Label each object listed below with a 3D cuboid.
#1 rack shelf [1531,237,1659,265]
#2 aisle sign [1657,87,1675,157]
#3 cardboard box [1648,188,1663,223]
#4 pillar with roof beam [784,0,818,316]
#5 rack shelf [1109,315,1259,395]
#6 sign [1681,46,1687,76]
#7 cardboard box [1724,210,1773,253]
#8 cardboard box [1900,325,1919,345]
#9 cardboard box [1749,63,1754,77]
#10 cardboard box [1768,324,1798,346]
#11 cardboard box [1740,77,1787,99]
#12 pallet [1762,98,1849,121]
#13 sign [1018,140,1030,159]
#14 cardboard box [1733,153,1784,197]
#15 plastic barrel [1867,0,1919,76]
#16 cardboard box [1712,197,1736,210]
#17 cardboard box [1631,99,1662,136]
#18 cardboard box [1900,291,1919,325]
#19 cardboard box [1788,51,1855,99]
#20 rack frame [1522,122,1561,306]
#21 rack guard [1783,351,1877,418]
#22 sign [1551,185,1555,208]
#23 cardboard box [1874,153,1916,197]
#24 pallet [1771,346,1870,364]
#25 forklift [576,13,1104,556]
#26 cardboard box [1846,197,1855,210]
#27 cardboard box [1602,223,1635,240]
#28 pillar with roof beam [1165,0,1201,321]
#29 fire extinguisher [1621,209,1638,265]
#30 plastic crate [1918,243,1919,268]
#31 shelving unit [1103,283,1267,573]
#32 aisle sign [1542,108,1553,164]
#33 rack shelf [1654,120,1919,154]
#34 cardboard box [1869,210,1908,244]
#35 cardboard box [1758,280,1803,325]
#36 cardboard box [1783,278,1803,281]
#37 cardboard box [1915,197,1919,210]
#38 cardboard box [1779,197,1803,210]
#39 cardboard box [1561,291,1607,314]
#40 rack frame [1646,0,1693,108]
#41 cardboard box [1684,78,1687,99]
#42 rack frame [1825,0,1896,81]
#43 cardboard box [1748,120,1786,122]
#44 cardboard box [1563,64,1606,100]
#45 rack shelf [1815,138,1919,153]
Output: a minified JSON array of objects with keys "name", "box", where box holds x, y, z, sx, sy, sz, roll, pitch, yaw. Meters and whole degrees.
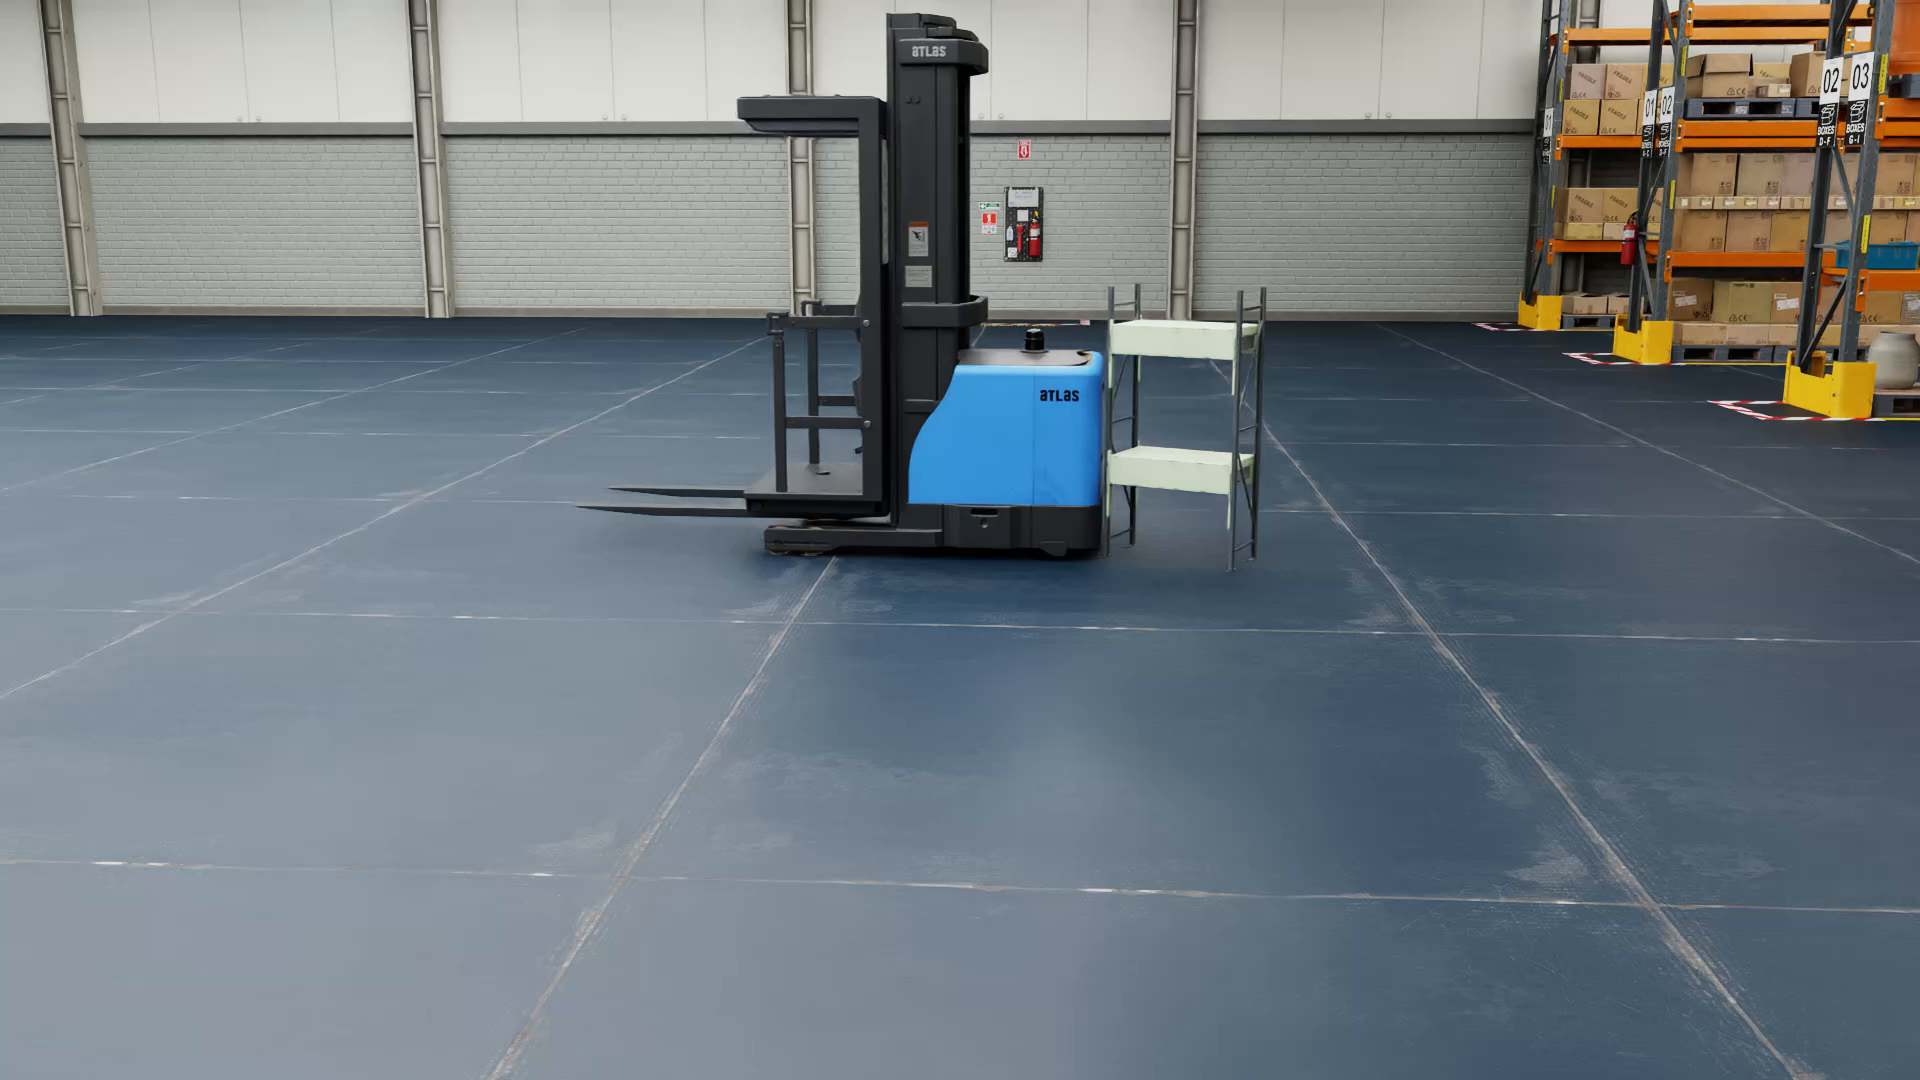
[{"name":"rack shelf","box":[10.699,-4.325,24.877,4.000,0.370,1.077,1,12,4]},{"name":"aisle sign","box":[8.290,-4.904,19.535,0.004,0.787,0.394,1,12,4]},{"name":"cardboard box","box":[10.167,-4.923,24.463,0.500,0.500,0.500,0,12,2]},{"name":"pillar with roof beam","box":[-2.801,-7.093,21.699,0.400,9.000,9.100,1,12,4]},{"name":"rack shelf","box":[1.226,-1.013,9.041,0.720,0.370,0.431,7,13,29]},{"name":"sign","box":[8.333,-5.514,19.149,0.005,0.325,0.100,1,12,4]},{"name":"cardboard box","box":[9.365,-3.727,20.013,0.500,0.500,0.700,1,12,5]},{"name":"cardboard box","box":[11.392,-2.468,19.932,0.500,0.250,0.500,1,12,4]},{"name":"cardboard box","box":[11.107,-6.628,24.068,0.500,0.500,0.500,0,12,2]},{"name":"cardboard box","box":[9.894,-2.487,20.019,0.500,0.250,0.500,1,12,4]},{"name":"cardboard box","box":[9.543,-5.400,19.929,0.500,0.250,0.500,1,12,4]},{"name":"pallet","box":[10.300,-5.087,19.649,1.213,0.211,1.003,1,12,4]},{"name":"sign","box":[1.008,-6.151,26.184,0.199,0.298,0.001,1,12,4]},{"name":"cardboard box","box":[9.419,-4.361,19.877,0.500,0.500,0.700,0,12,2]},{"name":"plastic barrel","box":[8.535,-4.584,14.956,0.708,0.830,0.600,1,12,4]},{"name":"cardboard box","box":[9.017,-4.007,19.768,0.250,0.149,0.380,0,12,2]},{"name":"cardboard box","box":[10.072,-6.155,24.248,0.500,0.500,0.500,1,12,6]},{"name":"cardboard box","box":[11.392,-2.836,19.857,0.500,0.500,0.500,1,12,4]},{"name":"cardboard box","box":[10.015,-5.405,19.345,0.500,0.500,0.500,1,12,4]},{"name":"rack frame","box":[8.703,-4.705,24.934,0.127,3.000,1.000,1,12,4]},{"name":"rack guard","box":[8.120,-1.466,15.555,0.348,0.500,1.175,1,12,4]},{"name":"sign","box":[8.667,-5.018,24.315,0.005,0.325,0.100,1,12,4]},{"name":"cardboard box","box":[10.920,-4.340,19.779,0.500,0.500,0.700,1,12,4]},{"name":"pallet","box":[10.356,-2.309,20.289,1.213,0.211,1.003,1,12,4]},{"name":"forklift","box":[-0.684,-1.449,9.535,3.031,2.935,1.130,1,12,6]},{"name":"cardboard box","box":[10.549,-3.985,19.665,0.250,0.149,0.380,1,12,6]},{"name":"cardboard box","box":[9.688,-4.565,24.585,0.500,0.250,0.500,0,12,2]},{"name":"pillar with roof beam","box":[3.185,-7.011,21.306,0.400,9.000,9.100,1,12,4]},{"name":"fire extinguisher","box":[8.289,-3.751,20.565,0.183,0.674,0.296,1,12,4]},{"name":"plastic crate","box":[9.208,-2.652,15.485,0.408,0.251,0.499,1,12,4]},{"name":"shelving unit","box":[1.226,-0.631,9.121,0.755,1.500,0.431,7,13,29]},{"name":"aisle sign","box":[8.612,-5.917,24.379,0.004,0.787,0.394,1,12,4]},{"name":"rack shelf","box":[10.372,-4.782,19.731,4.000,0.370,1.077,1,12,4]},{"name":"cardboard box","box":[10.897,-3.705,19.911,0.500,0.500,0.700,1,12,5]},{"name":"cardboard box","box":[9.895,-2.856,19.954,0.500,0.500,0.500,1,12,4]},{"name":"cardboard box","box":[10.429,-2.955,20.428,0.500,0.500,0.500,1,12,4]},{"name":"cardboard box","box":[11.311,-3.975,19.615,0.250,0.149,0.380,1,12,4]},{"name":"cardboard box","box":[9.783,-3.996,19.717,0.250,0.149,0.380,0,12,2]},{"name":"cardboard box","box":[9.388,-3.576,25.031,0.500,0.311,0.500,-1,12,-3]},{"name":"rack frame","box":[8.376,-6.629,19.481,0.127,3.000,1.000,1,12,4]},{"name":"cardboard box","box":[10.688,-6.744,24.620,0.500,0.500,0.500,1,12,4]},{"name":"rack frame","box":[8.041,-5.617,14.644,0.127,3.000,1.000,1,12,4]},{"name":"cardboard box","box":[11.670,-6.143,24.190,0.500,0.500,0.500,0,12,-1]},{"name":"cardboard box","box":[9.072,-6.666,24.250,0.500,0.500,0.500,0,12,0]},{"name":"rack shelf","box":[14.690,-5.739,24.308,4.000,0.370,1.077,1,12,4]}]
